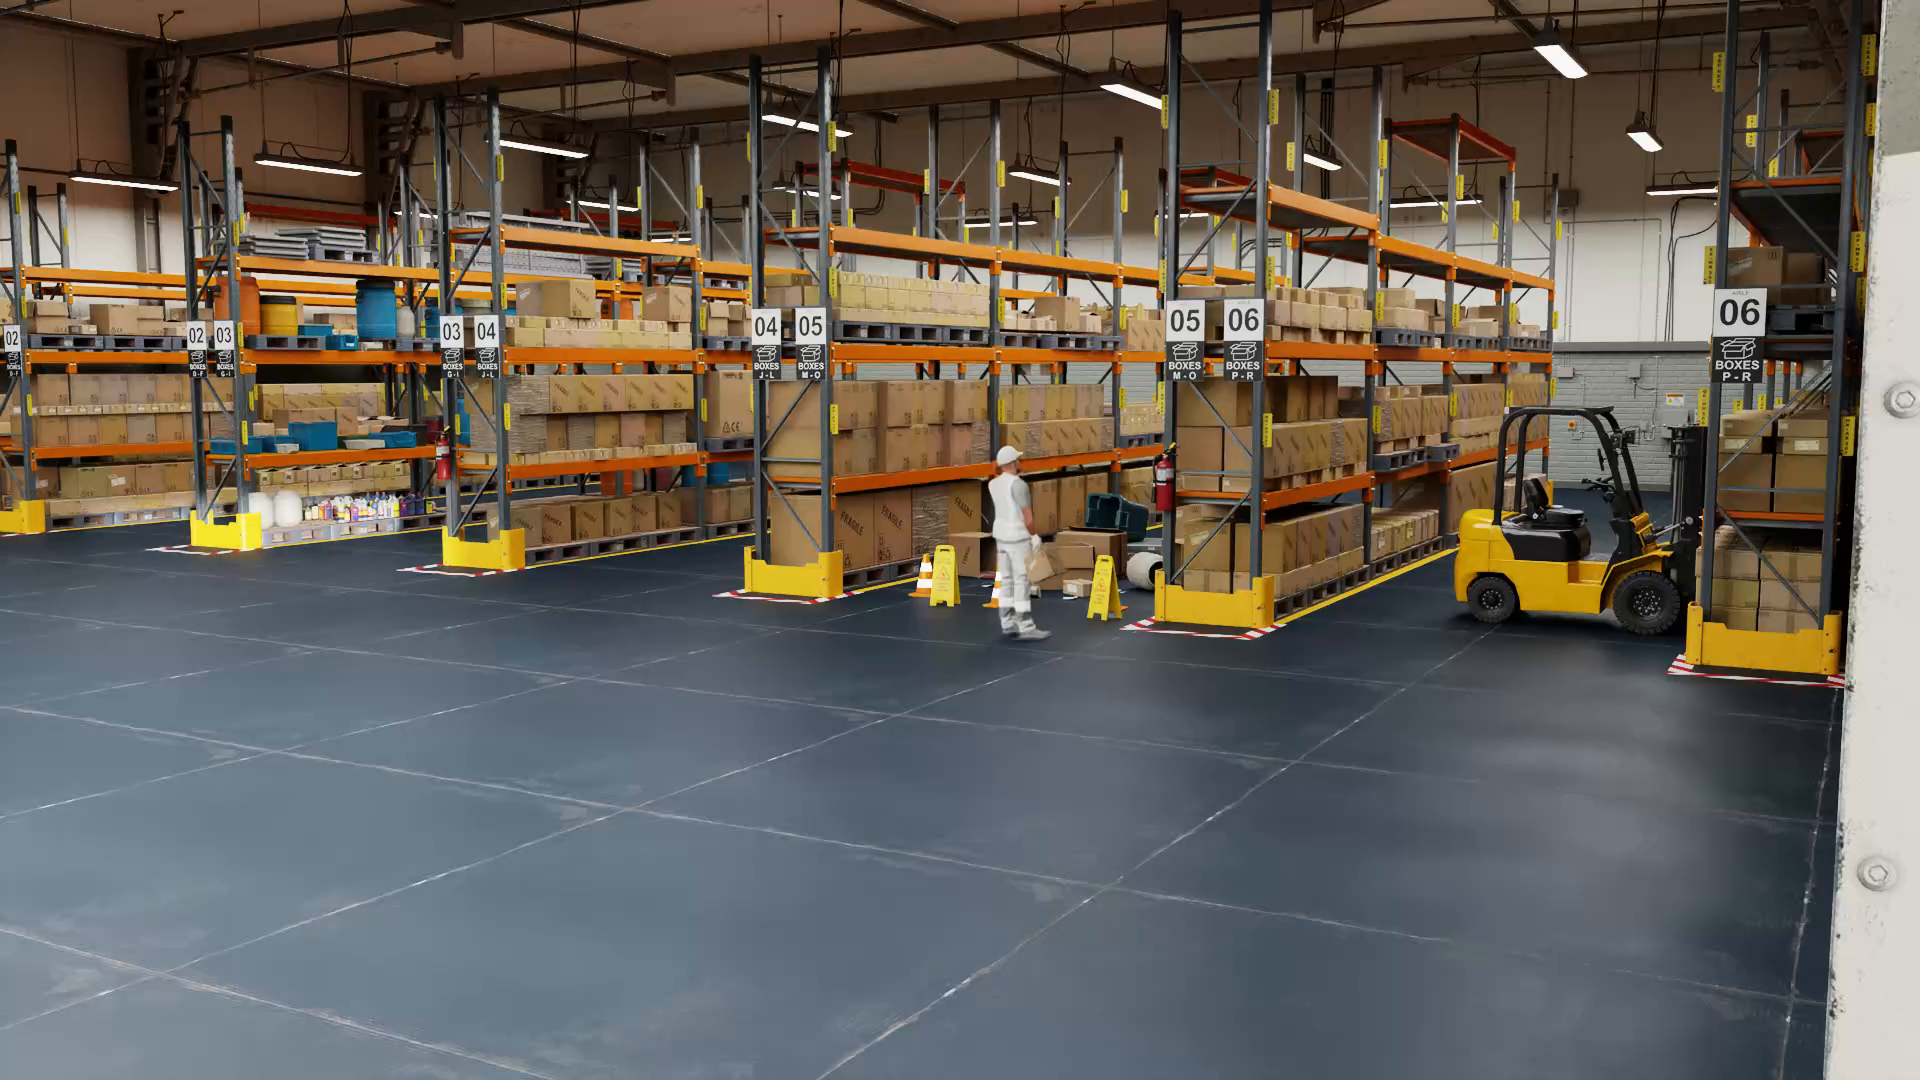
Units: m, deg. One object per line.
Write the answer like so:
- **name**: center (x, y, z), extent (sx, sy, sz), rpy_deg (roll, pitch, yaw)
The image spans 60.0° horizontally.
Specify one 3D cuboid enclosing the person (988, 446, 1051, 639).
- **person**: center (0.561, 0.012, 15.648), extent (0.458, 1.799, 0.580), rpy_deg (-4, 7, -34)
